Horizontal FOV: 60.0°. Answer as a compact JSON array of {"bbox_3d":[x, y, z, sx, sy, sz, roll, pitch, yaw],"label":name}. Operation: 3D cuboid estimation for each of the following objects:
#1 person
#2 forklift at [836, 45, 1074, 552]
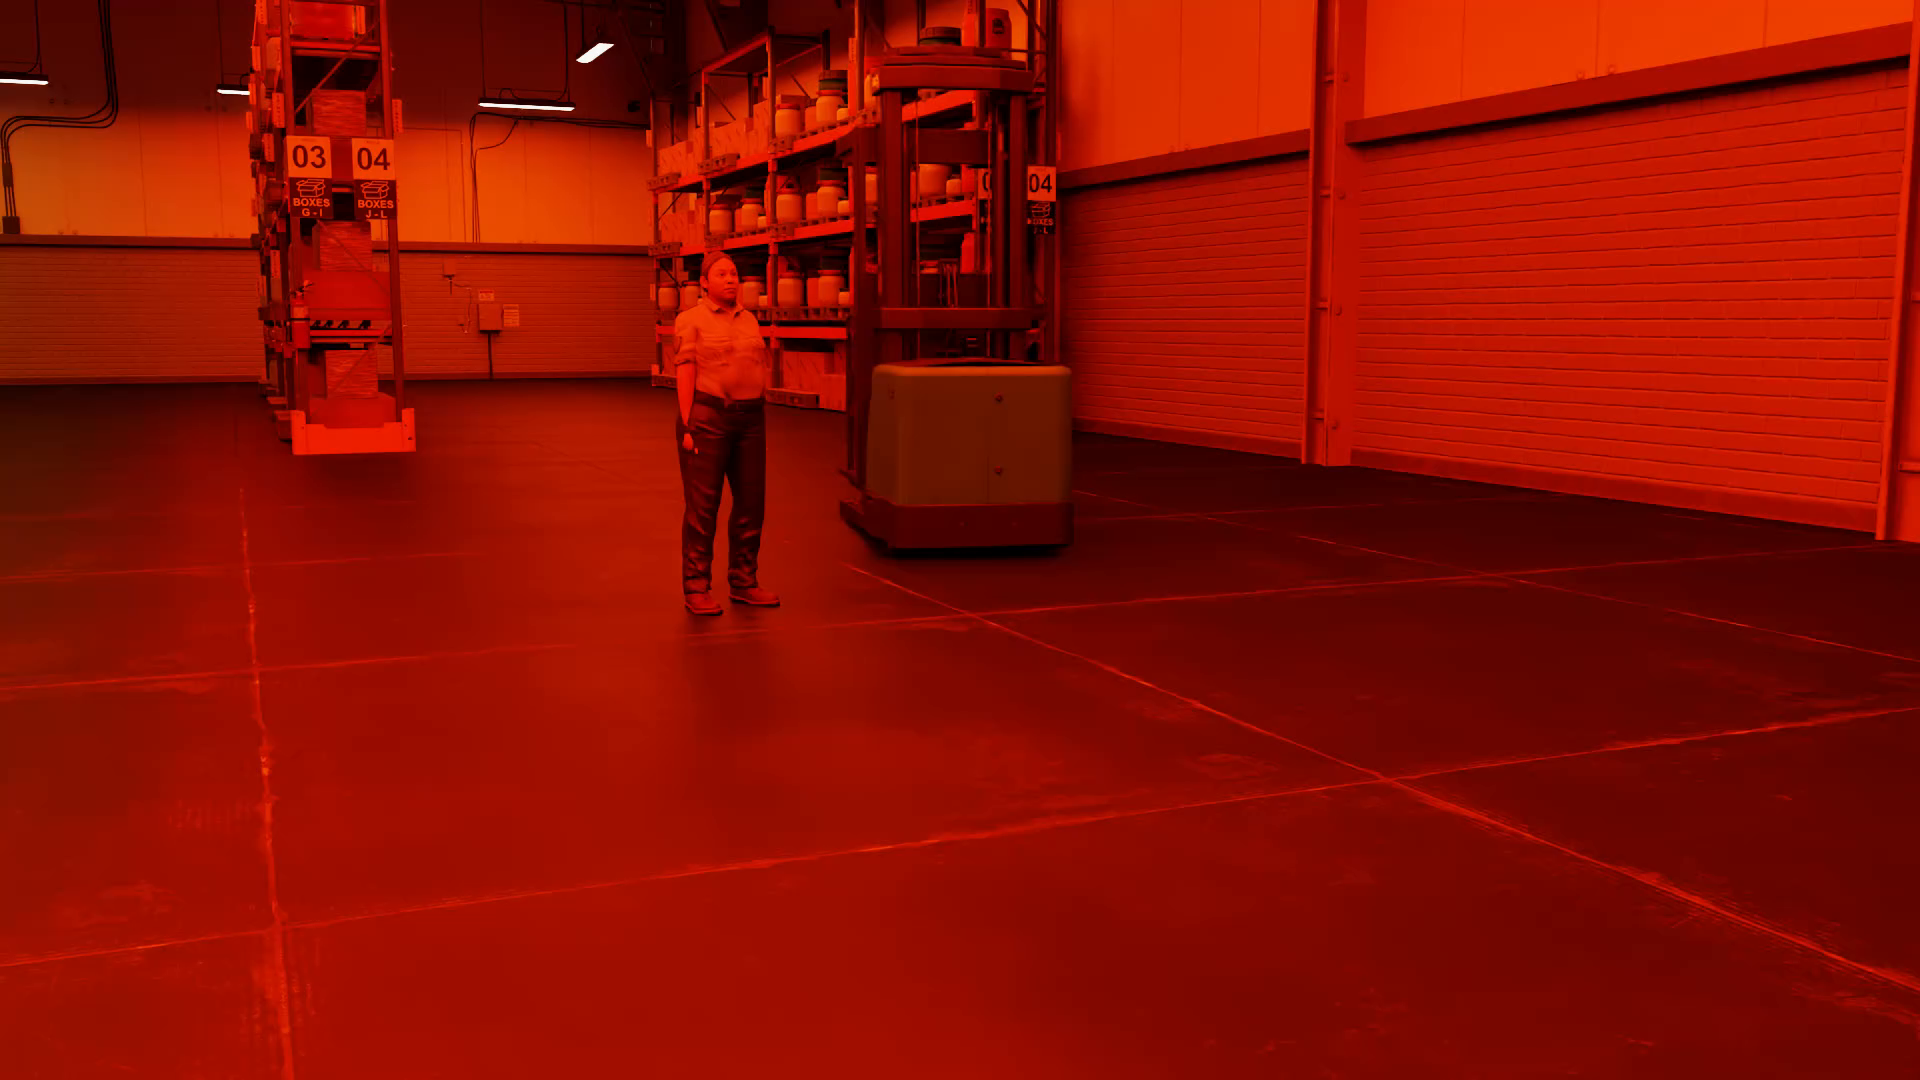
[{"bbox_3d":[-1.093,-0.503,7.697,0.473,1.650,0.361,-7,10,-43],"label":"person"},{"bbox_3d":[-0.179,-1.538,10.608,1.130,2.935,3.031,-2,8,-13],"label":"forklift"}]
